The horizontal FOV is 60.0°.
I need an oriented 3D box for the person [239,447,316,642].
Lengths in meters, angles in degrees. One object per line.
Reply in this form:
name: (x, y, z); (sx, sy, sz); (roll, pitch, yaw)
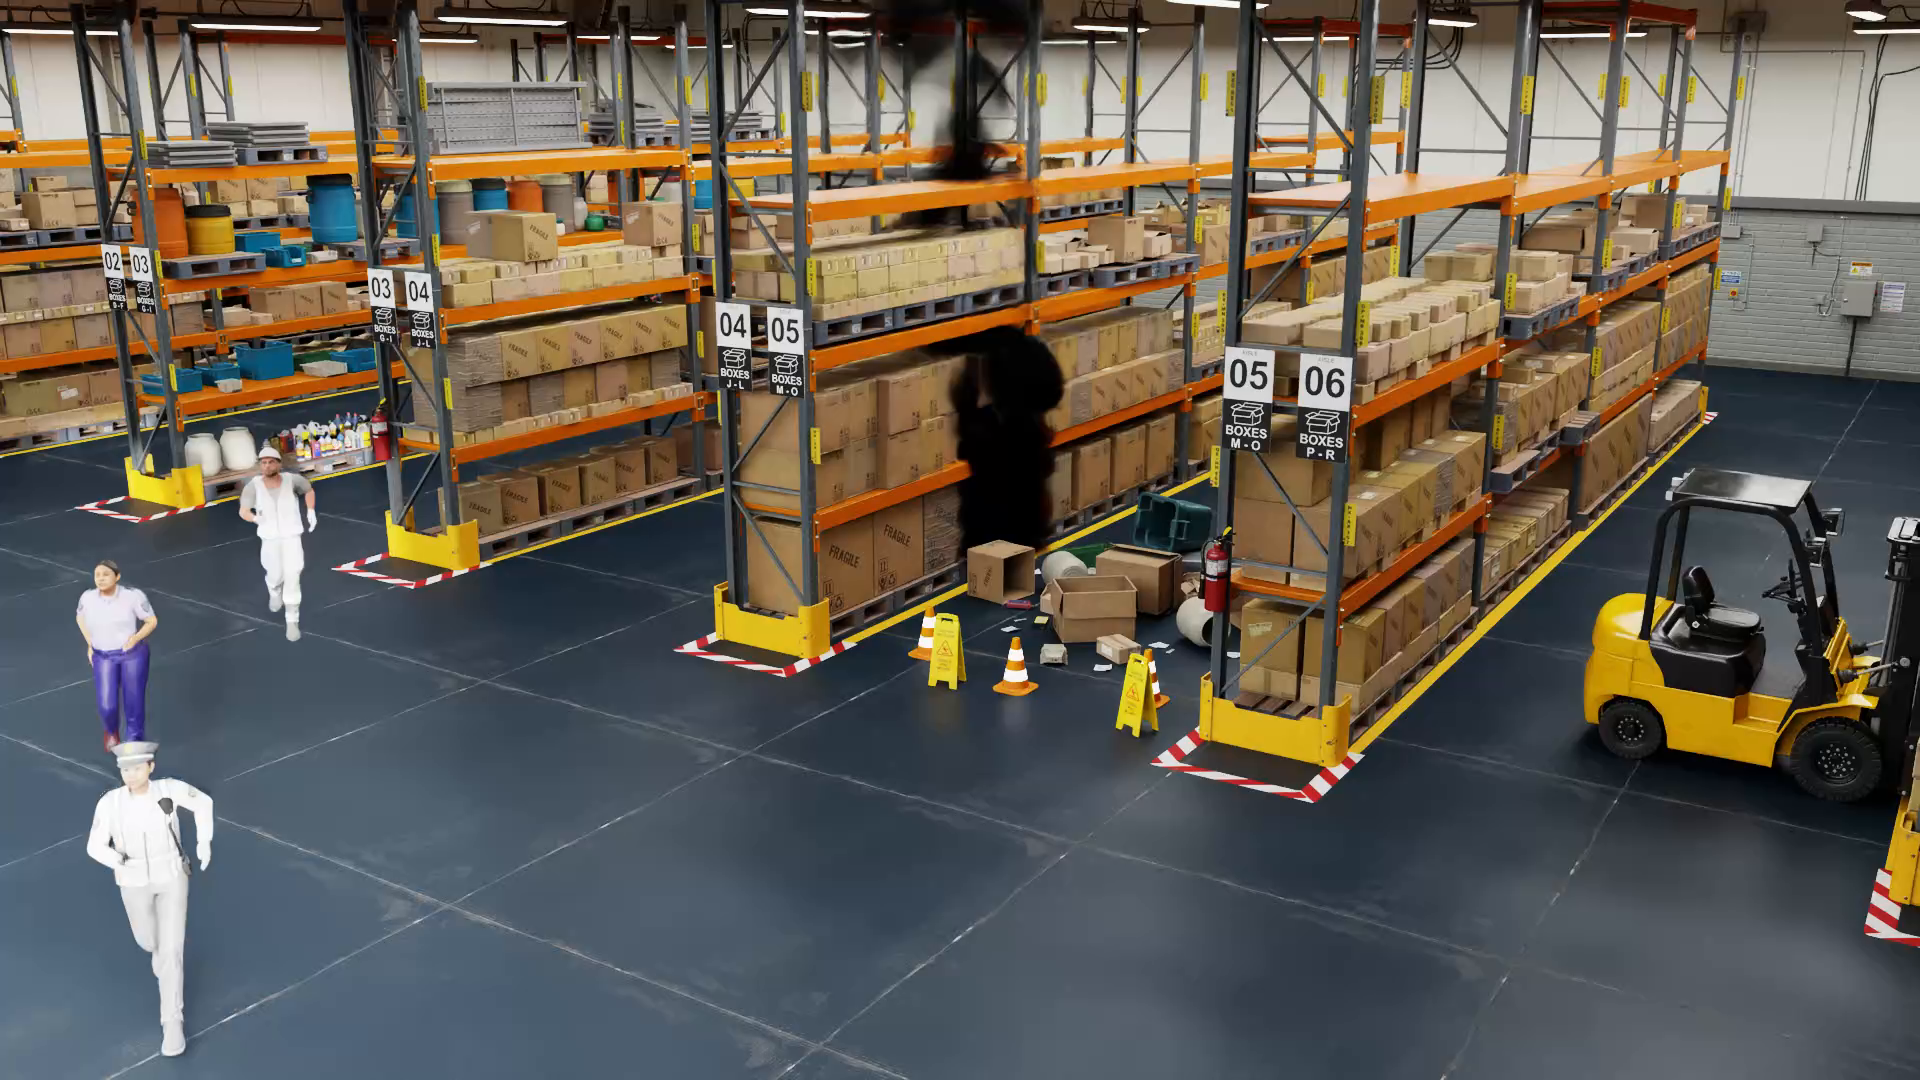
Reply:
person: (-6.516, -0.026, 15.964); (0.672, 1.802, 1.002); (-5, 16, -17)

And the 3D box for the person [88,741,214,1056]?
person: (-4.466, 1.886, 9.228); (0.626, 1.651, 1.022); (-5, 16, -18)

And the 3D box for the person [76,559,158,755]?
person: (-6.488, 0.946, 12.839); (0.588, 1.594, 0.574); (-5, 16, -18)
